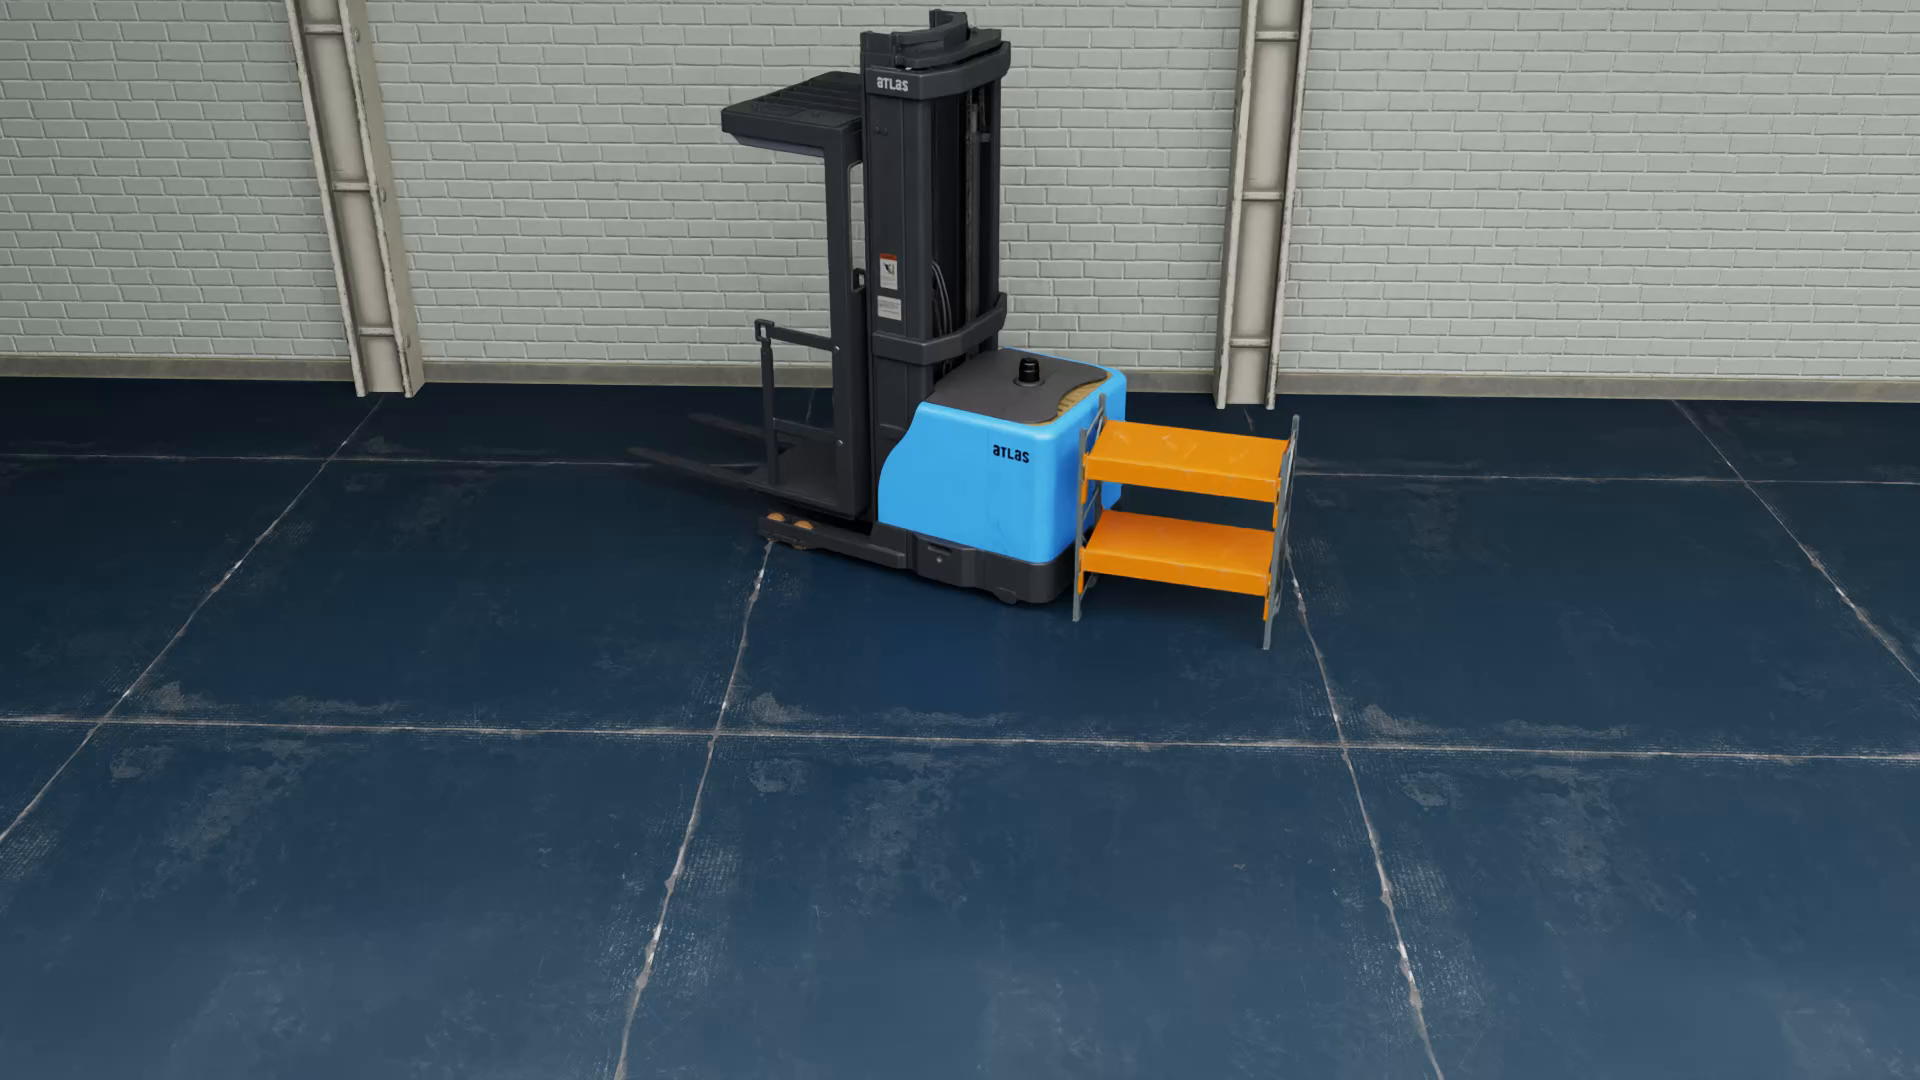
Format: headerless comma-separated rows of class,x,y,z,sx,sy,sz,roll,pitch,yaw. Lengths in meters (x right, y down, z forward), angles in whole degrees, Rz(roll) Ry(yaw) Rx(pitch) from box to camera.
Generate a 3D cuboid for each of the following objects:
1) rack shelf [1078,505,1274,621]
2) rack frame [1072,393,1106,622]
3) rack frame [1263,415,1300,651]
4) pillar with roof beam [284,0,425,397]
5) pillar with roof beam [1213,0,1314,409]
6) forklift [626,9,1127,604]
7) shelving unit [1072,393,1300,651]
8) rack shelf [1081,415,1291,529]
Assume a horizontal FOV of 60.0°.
rack shelf,1.177,0.113,8.857,1.000,0.278,0.538,8,29,15
rack frame,0.690,-0.171,8.871,0.032,1.125,0.500,8,29,15
rack frame,1.664,-0.035,8.615,0.032,1.125,0.500,8,29,15
pillar with roof beam,-4.176,-3.036,5.869,0.400,9.000,9.100,1,28,2
pillar with roof beam,1.820,-2.937,5.682,0.400,9.000,9.100,1,28,2
forklift,-0.595,-1.436,9.329,3.031,2.935,1.130,15,31,26
shelving unit,1.177,-0.103,8.743,1.048,1.125,0.538,8,29,15
rack shelf,1.177,-0.361,8.606,1.000,0.278,0.538,8,29,15
